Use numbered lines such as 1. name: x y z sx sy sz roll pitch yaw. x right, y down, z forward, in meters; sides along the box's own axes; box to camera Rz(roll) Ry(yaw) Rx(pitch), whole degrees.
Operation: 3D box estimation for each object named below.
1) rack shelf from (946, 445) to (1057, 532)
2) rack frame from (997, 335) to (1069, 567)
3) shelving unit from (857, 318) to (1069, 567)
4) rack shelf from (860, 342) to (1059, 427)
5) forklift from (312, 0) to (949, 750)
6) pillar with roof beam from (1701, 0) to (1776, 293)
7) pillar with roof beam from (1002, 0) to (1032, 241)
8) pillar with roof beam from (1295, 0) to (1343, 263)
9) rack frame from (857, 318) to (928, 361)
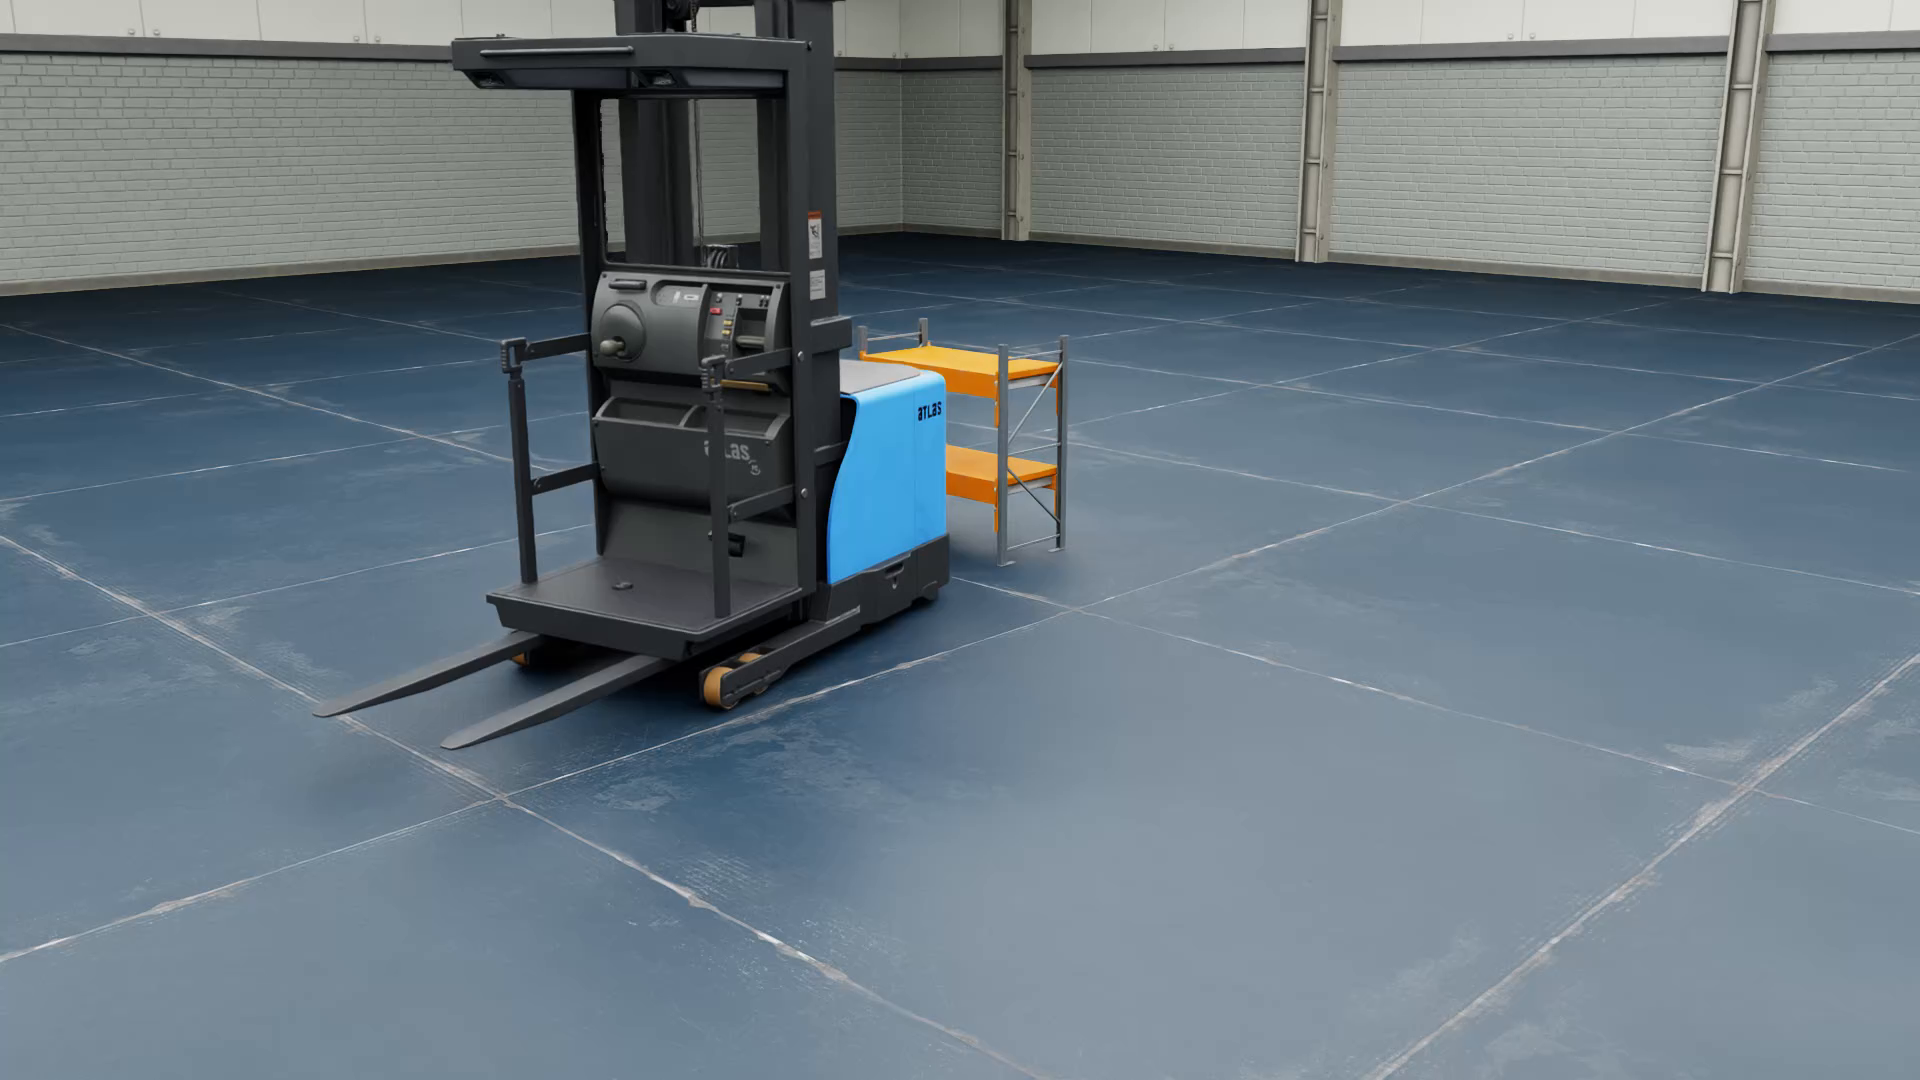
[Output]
1. rack shelf: 0.005 -0.307 8.847 1.000 0.278 0.538 14 20 42
2. rack frame: 0.371 -0.454 8.444 0.032 1.125 0.500 14 20 42
3. shelving unit: 0.005 -0.543 8.786 1.048 1.125 0.538 14 20 42
4. rack shelf: 0.005 -0.826 8.712 1.000 0.278 0.538 14 20 42
5. forklift: -1.210 -0.894 6.551 1.130 2.935 3.031 8 17 28
6. pillar with roof beam: 6.621 -6.713 16.849 0.400 9.000 9.100 14 20 42
7. pillar with roof beam: -2.018 -8.813 24.909 0.400 9.000 9.100 14 20 42
8. pillar with roof beam: 2.302 -7.763 20.879 0.400 9.000 9.100 14 20 42
9. rack frame: -0.361 -0.632 9.127 0.032 1.125 0.500 14 20 42
